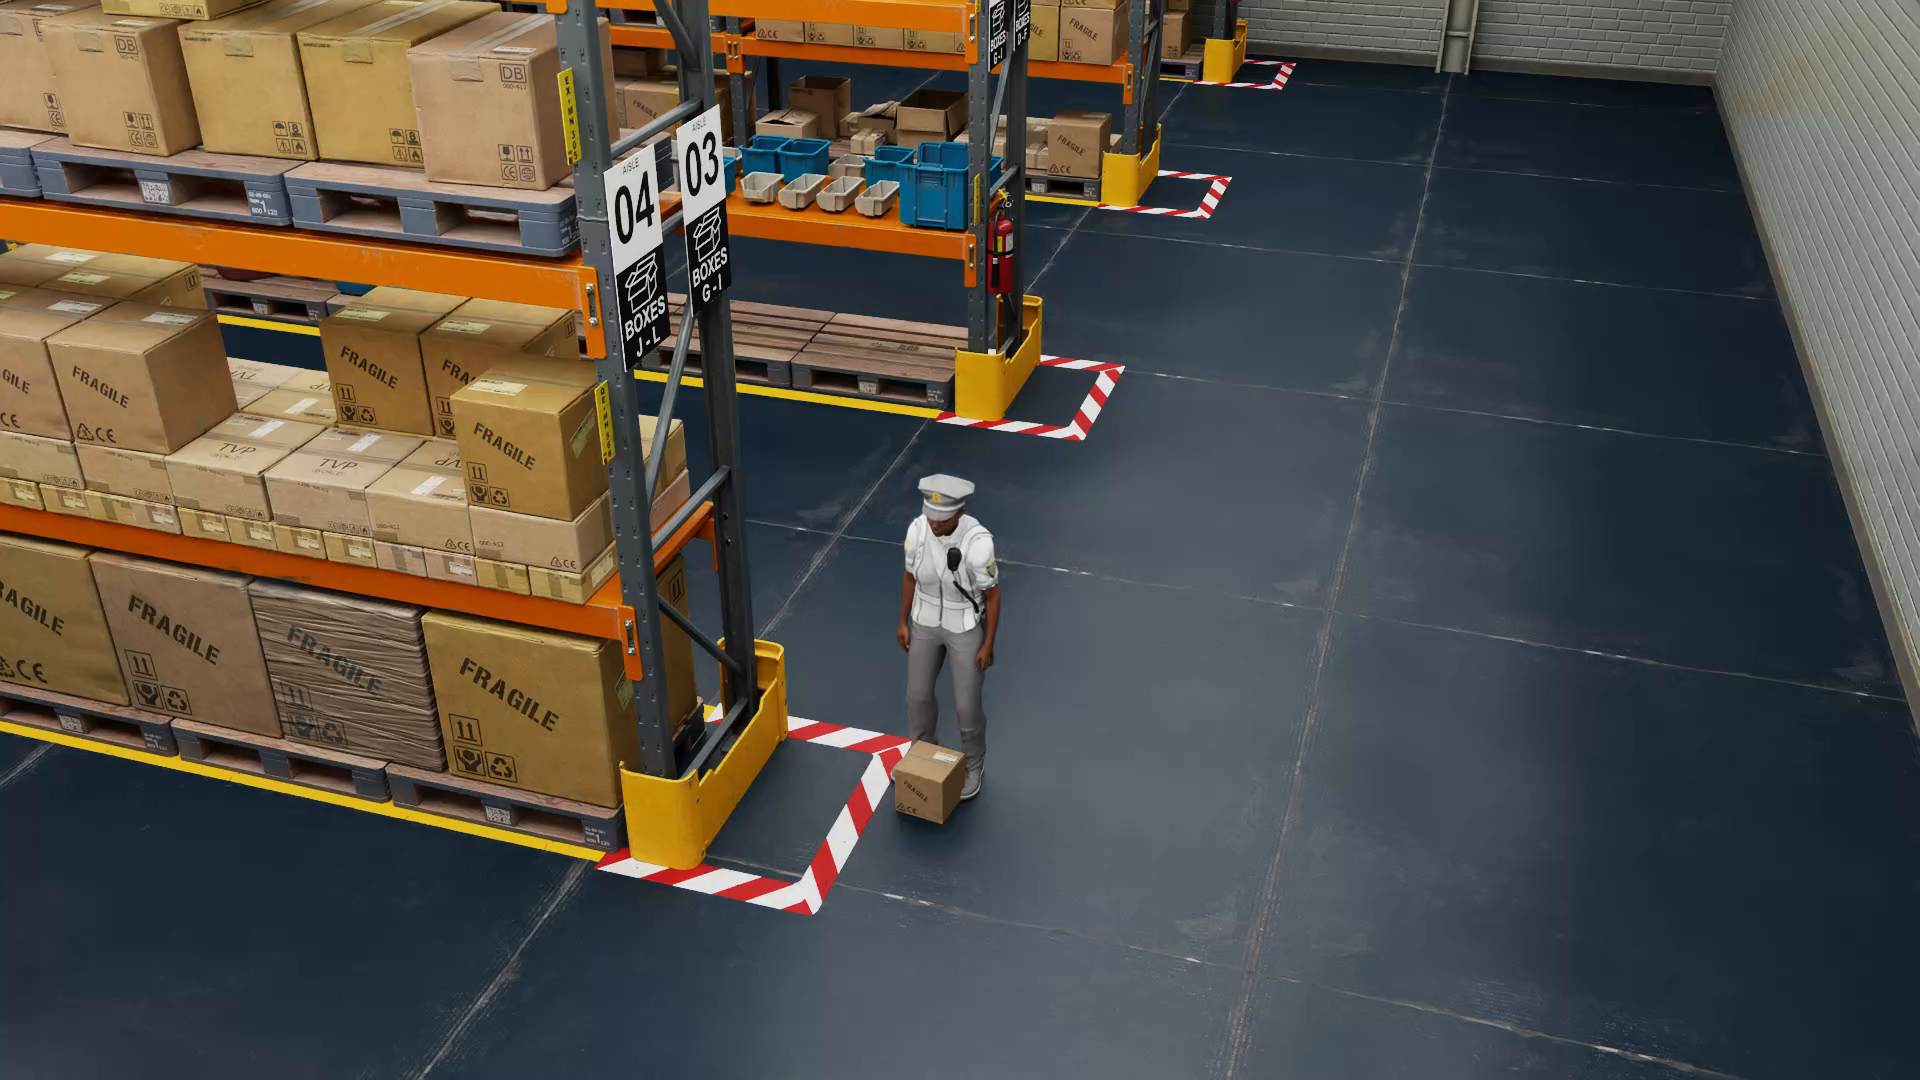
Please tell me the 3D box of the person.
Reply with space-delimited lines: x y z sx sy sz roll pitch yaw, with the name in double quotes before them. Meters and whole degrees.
"person" -0.060 0.427 7.742 0.505 1.659 0.392 13 32 21
